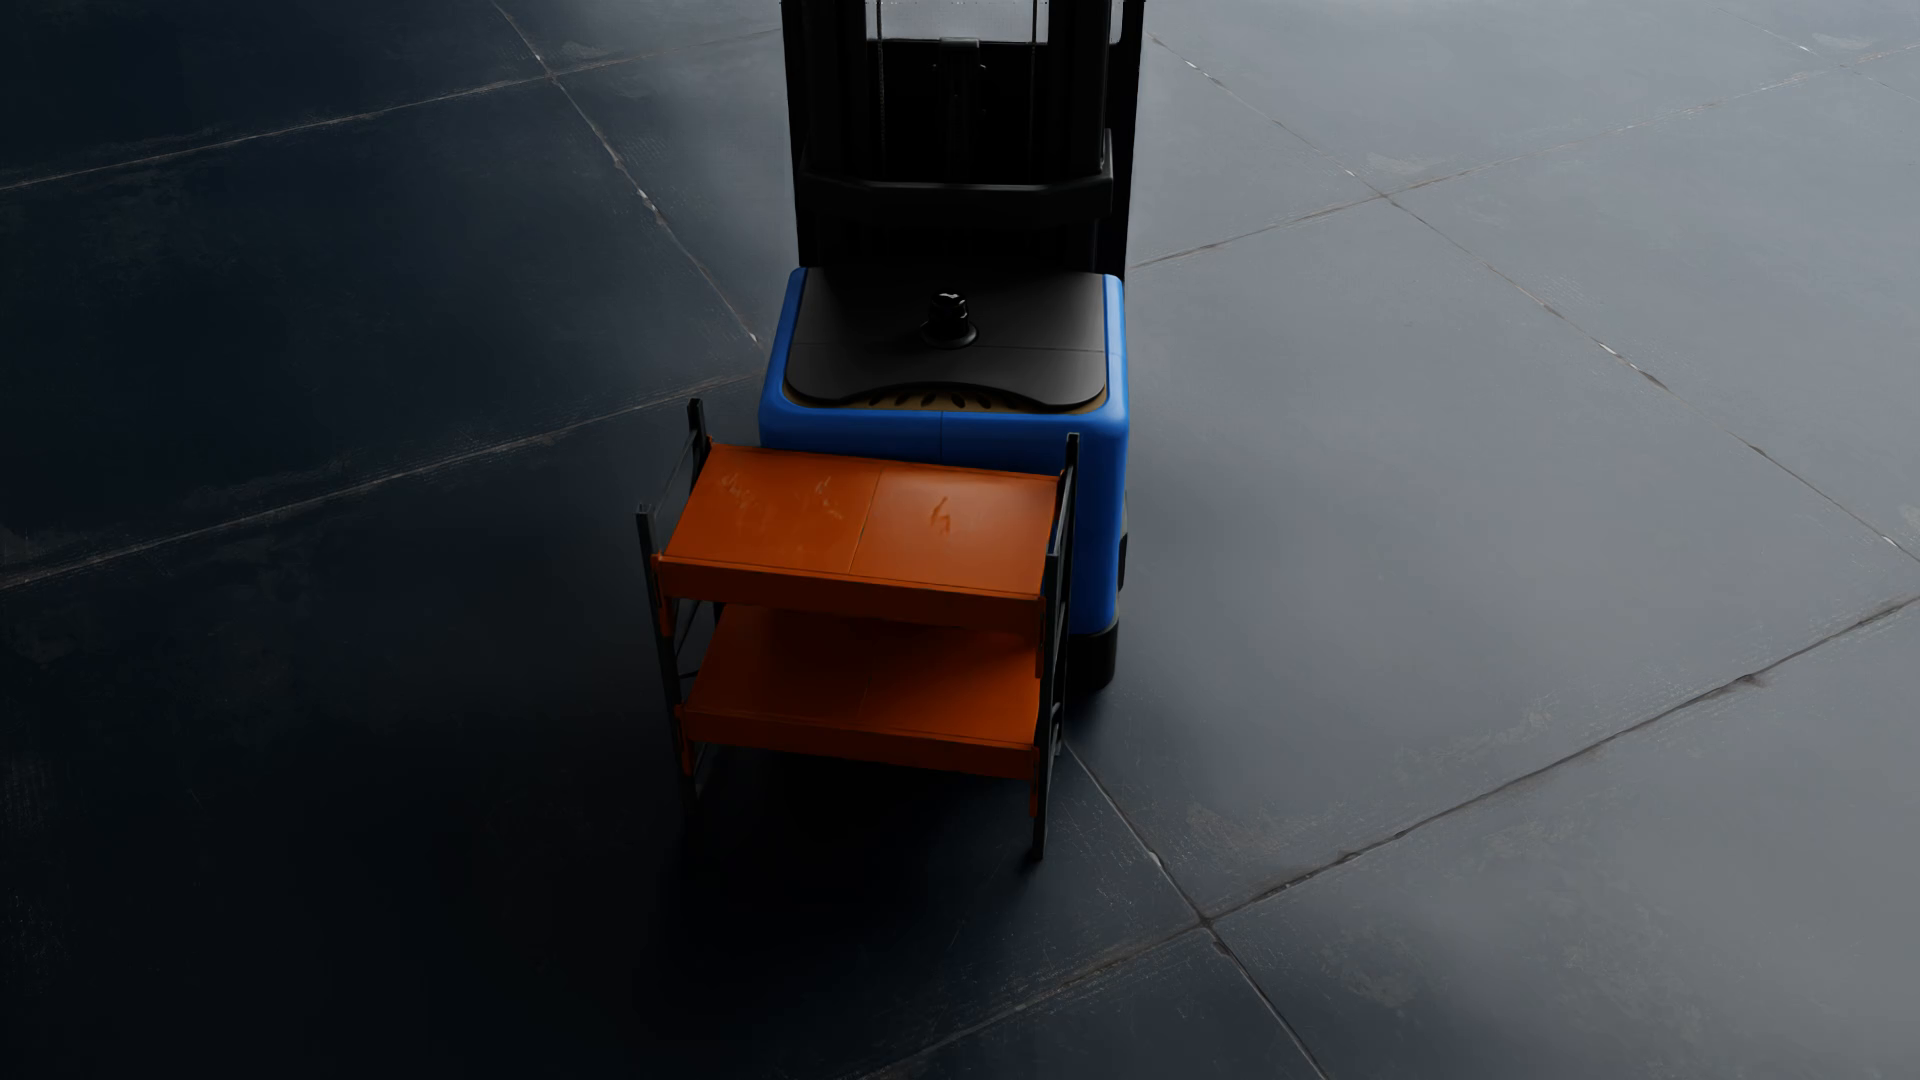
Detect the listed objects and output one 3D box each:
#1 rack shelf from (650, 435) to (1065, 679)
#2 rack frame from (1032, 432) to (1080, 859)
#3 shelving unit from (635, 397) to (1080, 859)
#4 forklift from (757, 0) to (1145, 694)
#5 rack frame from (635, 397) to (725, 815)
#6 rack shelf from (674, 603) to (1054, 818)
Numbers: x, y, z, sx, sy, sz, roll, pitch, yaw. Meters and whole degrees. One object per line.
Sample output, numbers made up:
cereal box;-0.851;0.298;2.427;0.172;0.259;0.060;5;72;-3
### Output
rack shelf;-0.244;0.033;4.387;1.000;0.278;0.538;6;41;7
rack frame;0.258;0.308;4.515;0.032;1.125;0.500;6;41;7
shelving unit;-0.244;0.257;4.576;1.048;1.125;0.538;6;41;7
forklift;0.019;-1.581;5.350;1.130;2.935;3.031;2;40;2
rack frame;-0.746;0.205;4.637;0.032;1.125;0.500;6;41;7
rack shelf;-0.244;0.443;4.734;1.000;0.278;0.538;6;41;7
